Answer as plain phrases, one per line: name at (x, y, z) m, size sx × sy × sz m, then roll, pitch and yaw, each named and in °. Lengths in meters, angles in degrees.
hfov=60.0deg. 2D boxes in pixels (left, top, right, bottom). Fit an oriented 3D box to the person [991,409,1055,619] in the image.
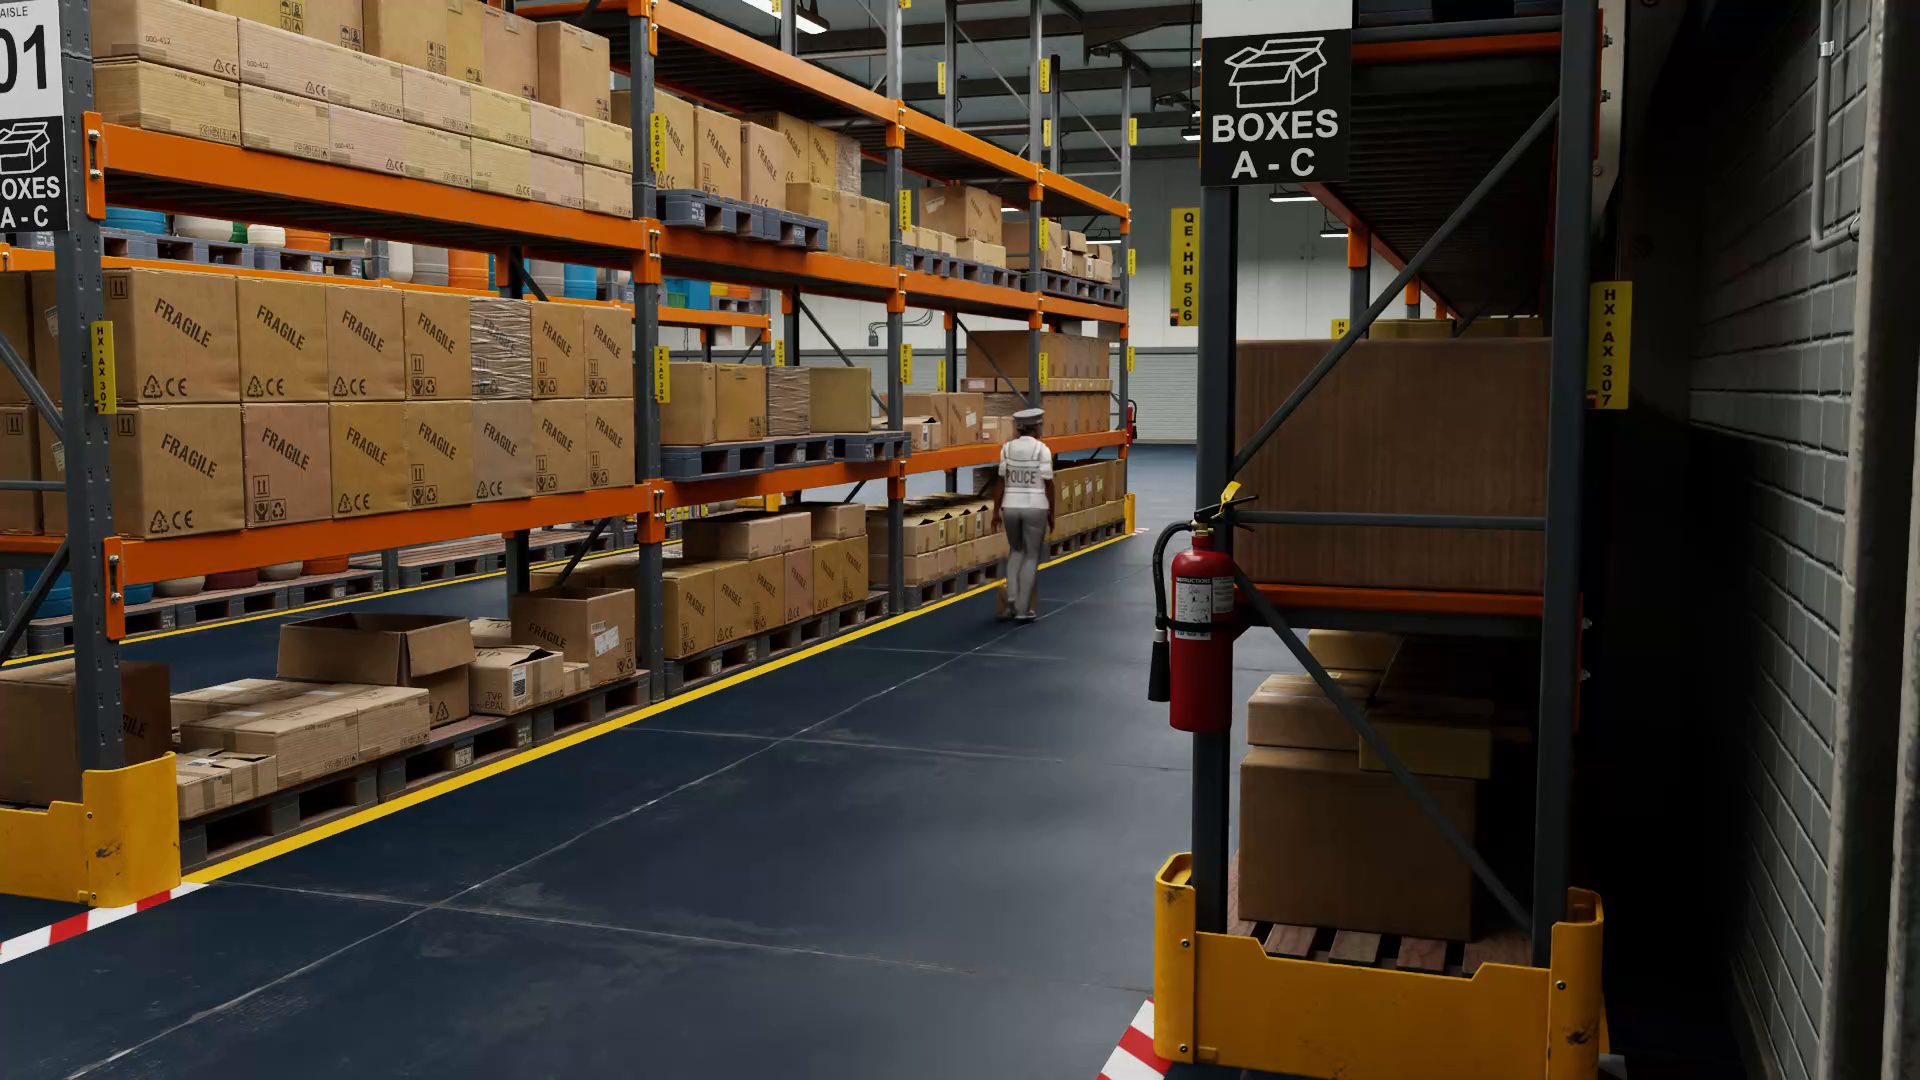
person at (0.520, -0.186, 13.189) m, size 0.497 × 1.705 × 0.481 m, roll 3°, pitch 6°, yaw 26°
